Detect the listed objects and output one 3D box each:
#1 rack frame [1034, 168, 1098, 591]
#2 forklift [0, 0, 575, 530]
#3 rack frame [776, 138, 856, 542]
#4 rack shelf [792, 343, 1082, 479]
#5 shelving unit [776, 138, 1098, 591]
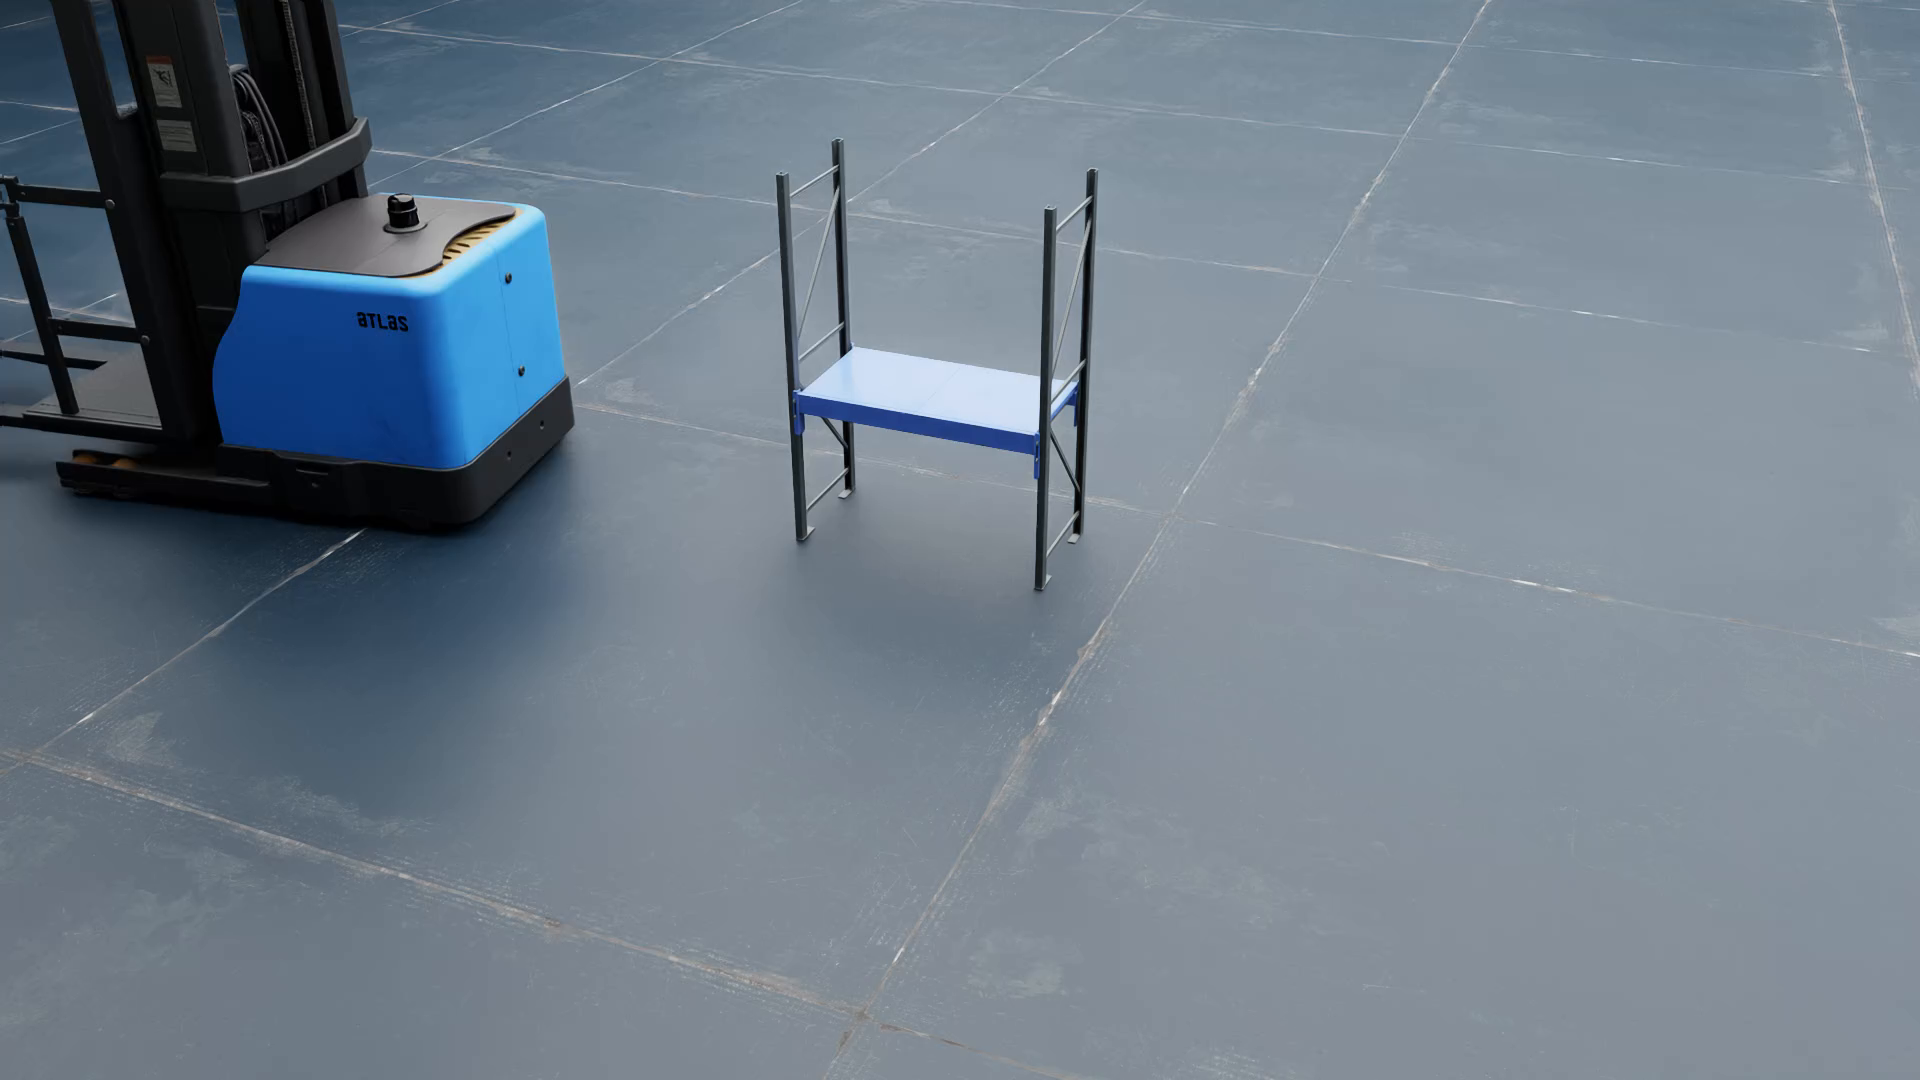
[{"bbox_3d":[0.392,-0.575,6.168,0.032,1.500,0.500,11,31,19],"label":"rack frame"},{"bbox_3d":[-3.299,-1.692,6.690,3.031,2.935,1.130,7,30,12],"label":"forklift"},{"bbox_3d":[-0.550,-0.763,6.500,0.032,1.500,0.500,11,31,19],"label":"rack frame"},{"bbox_3d":[-0.079,-0.512,6.422,1.000,0.185,0.538,11,31,19],"label":"rack shelf"},{"bbox_3d":[-0.079,-0.669,6.334,1.048,1.500,0.538,11,31,19],"label":"shelving unit"}]
